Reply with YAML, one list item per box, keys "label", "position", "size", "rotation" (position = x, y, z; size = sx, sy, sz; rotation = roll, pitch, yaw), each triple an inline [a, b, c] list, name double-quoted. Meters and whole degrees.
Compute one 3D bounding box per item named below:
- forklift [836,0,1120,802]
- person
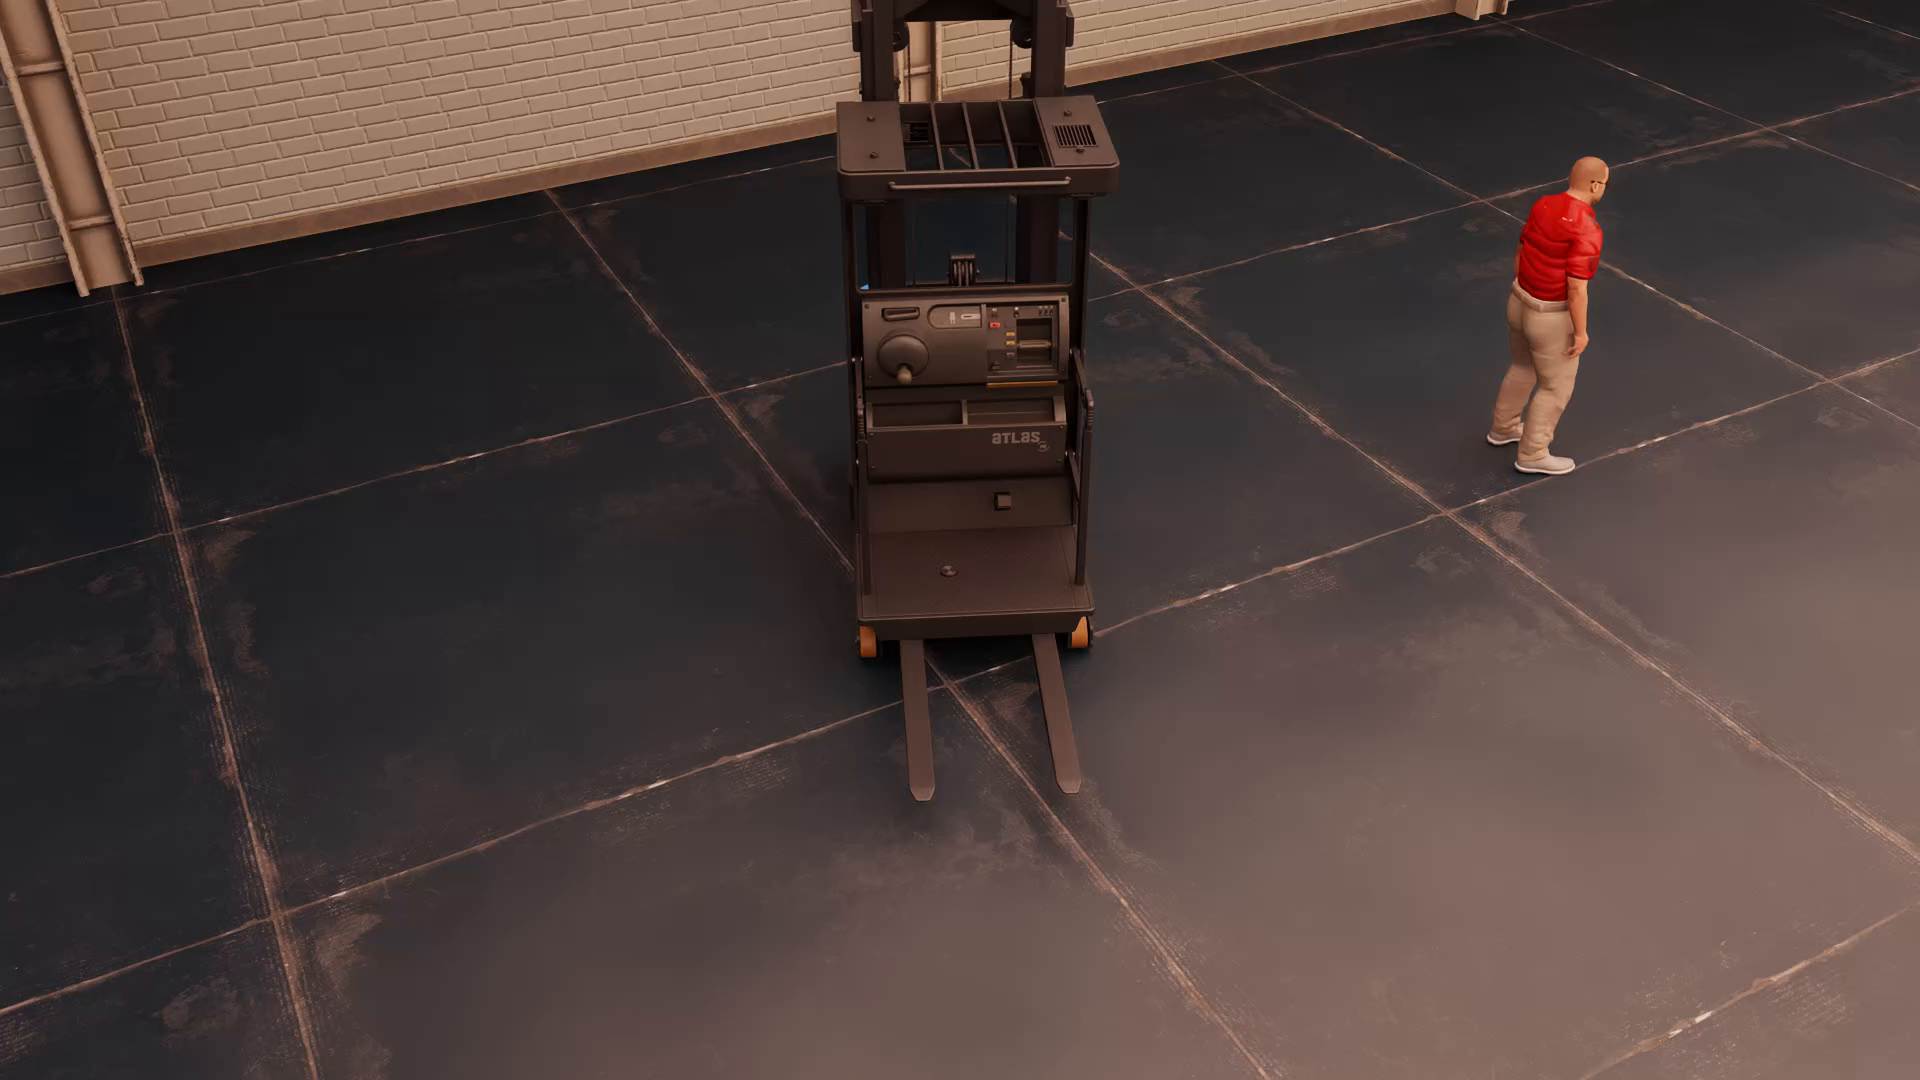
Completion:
- label: "forklift"
  position: [0.045, -0.837, 7.308]
  size: [1.130, 2.935, 3.031]
  rotation: [-2, 35, -3]
- label: "person"
  position: [3.150, -1.205, 8.871]
  size: [0.398, 1.725, 0.589]
  rotation: [-9, 36, -13]
